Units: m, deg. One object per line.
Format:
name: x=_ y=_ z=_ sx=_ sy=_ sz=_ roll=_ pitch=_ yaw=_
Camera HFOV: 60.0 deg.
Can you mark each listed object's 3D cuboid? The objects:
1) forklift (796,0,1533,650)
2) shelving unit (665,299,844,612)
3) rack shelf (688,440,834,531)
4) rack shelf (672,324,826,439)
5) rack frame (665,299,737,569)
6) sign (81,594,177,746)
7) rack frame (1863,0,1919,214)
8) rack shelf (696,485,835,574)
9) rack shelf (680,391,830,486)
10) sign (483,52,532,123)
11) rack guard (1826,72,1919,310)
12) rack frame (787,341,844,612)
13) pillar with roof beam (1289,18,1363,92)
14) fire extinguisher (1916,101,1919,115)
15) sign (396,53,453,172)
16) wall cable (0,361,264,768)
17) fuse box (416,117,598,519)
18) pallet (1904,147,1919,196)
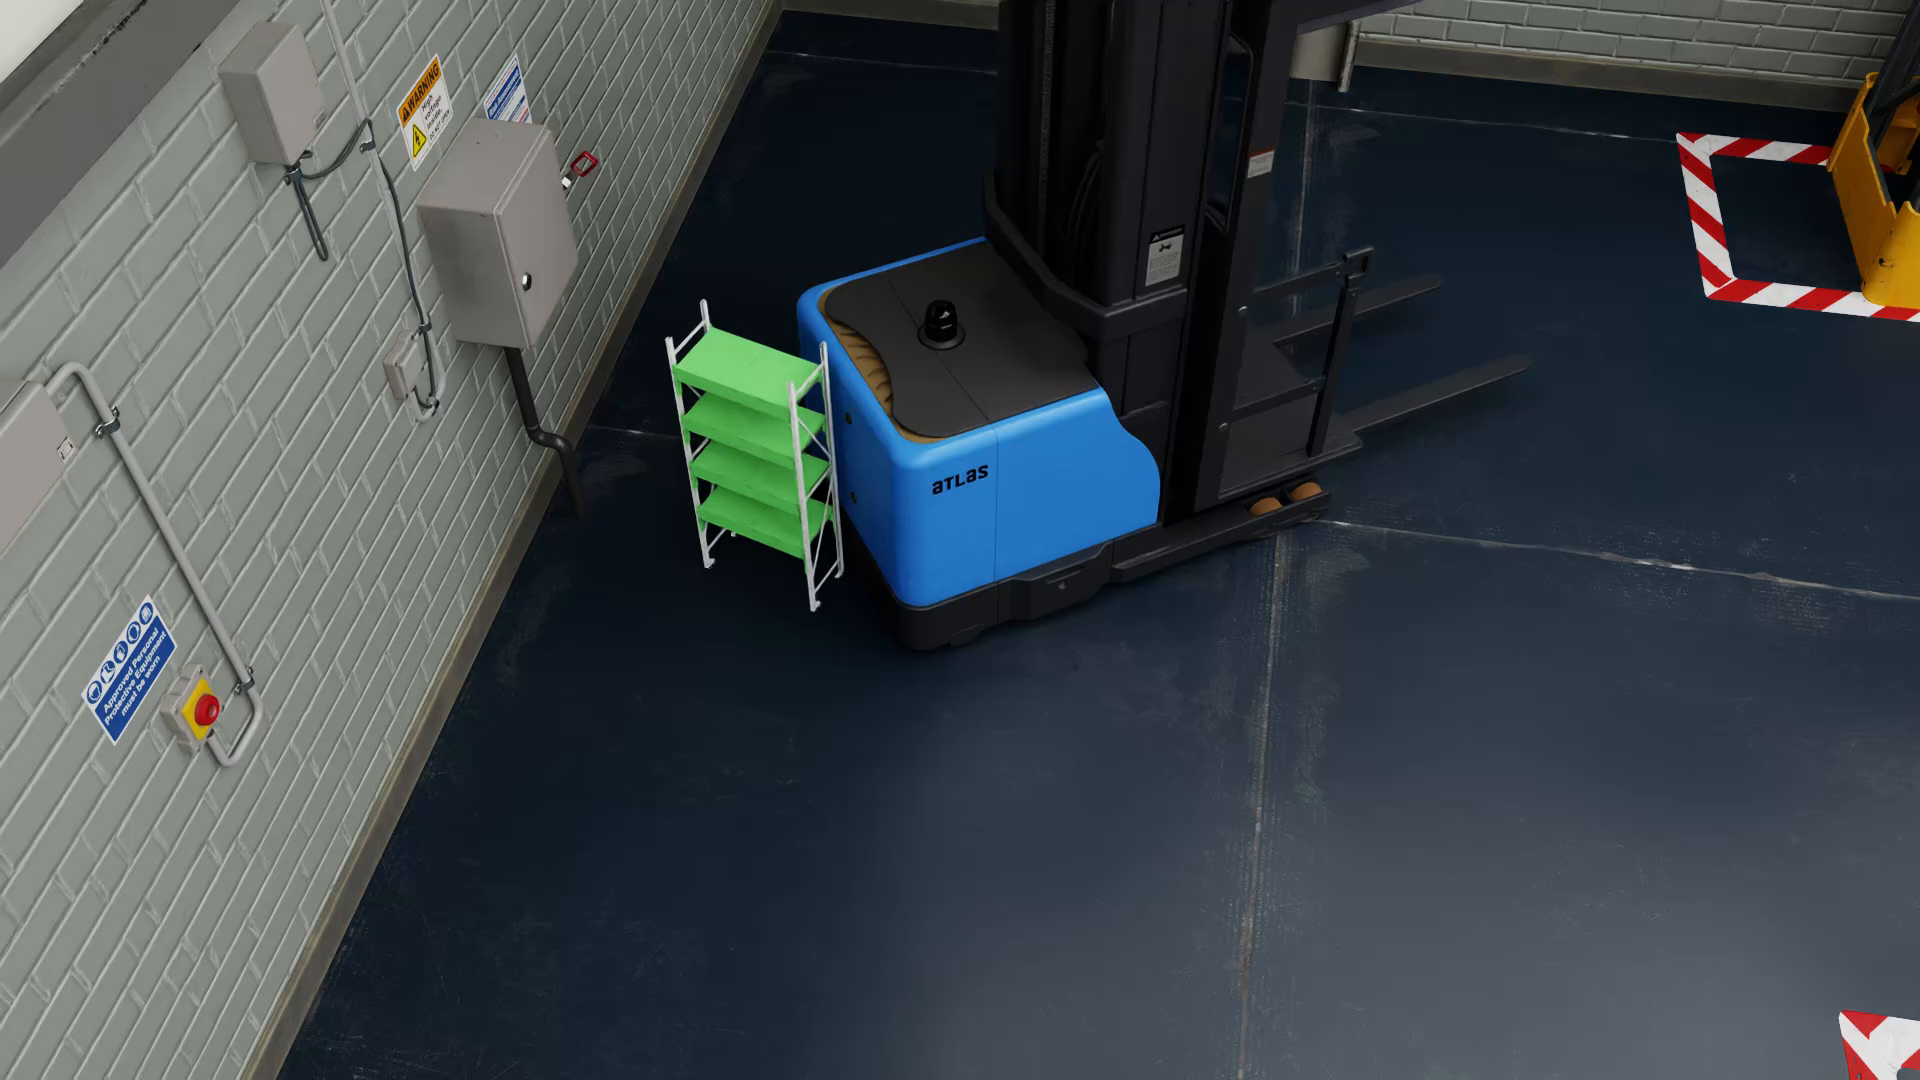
forklift: x=0.940 y=-1.327 z=5.943 sx=3.031 sy=2.935 sz=1.130 roll=-20 pitch=51 yaw=-17
shelving unit: x=-0.738 y=-0.285 z=6.172 sx=0.503 sy=1.200 sz=0.258 roll=21 pitch=51 yaw=18
rack shelf: x=-0.738 y=-0.243 z=6.219 sx=0.480 sy=0.148 sz=0.258 roll=21 pitch=51 yaw=18
rack shelf: x=-0.738 y=-0.563 z=5.862 sx=0.480 sy=0.148 sz=0.258 roll=21 pitch=51 yaw=18
rack frame: x=-0.955 y=-0.368 z=6.246 sx=0.015 sy=1.200 sz=0.240 roll=21 pitch=51 yaw=18
sign: x=-2.107 y=0.329 z=4.228 sx=0.001 sy=0.218 sz=0.327 roll=8 pitch=49 yaw=7
rack frame: x=4.394 y=-2.513 z=6.963 sx=0.127 sy=3.000 sz=1.000 roll=8 pitch=49 yaw=7
rack shelf: x=-0.738 y=-0.082 z=6.398 sx=0.480 sy=0.148 sz=0.258 roll=21 pitch=51 yaw=18
rack shelf: x=-0.738 y=-0.403 z=6.041 sx=0.480 sy=0.148 sz=0.258 roll=21 pitch=51 yaw=18
sign: x=-1.637 y=-1.483 z=6.102 sx=0.001 sy=0.494 sz=0.329 roll=8 pitch=49 yaw=7
rack guard: x=4.469 y=-1.667 z=7.884 sx=0.348 sy=0.500 sz=1.175 roll=8 pitch=49 yaw=7
rack frame: x=-0.521 y=-0.203 z=6.097 sx=0.015 sy=1.200 sz=0.240 roll=21 pitch=51 yaw=18
pillar with roof beam: x=1.135 y=-2.383 z=2.813 sx=0.400 sy=9.000 sz=9.100 roll=8 pitch=49 yaw=7
fire extinguisher: x=4.167 y=-2.043 z=6.844 sx=0.183 sy=0.674 sz=0.296 roll=8 pitch=49 yaw=7
sign: x=-1.734 y=-1.389 z=5.398 sx=0.001 sy=0.242 sz=0.339 roll=8 pitch=49 yaw=7
wall cable: x=-2.038 y=0.042 z=3.963 sx=0.123 sy=1.953 sz=0.585 roll=8 pitch=49 yaw=7
fuse box: x=-1.521 y=-0.695 z=6.196 sx=0.414 sy=1.711 sz=0.539 roll=8 pitch=49 yaw=7
pallet: x=5.254 y=-1.466 z=7.897 sx=1.213 sy=0.211 sz=1.003 roll=8 pitch=49 yaw=7
